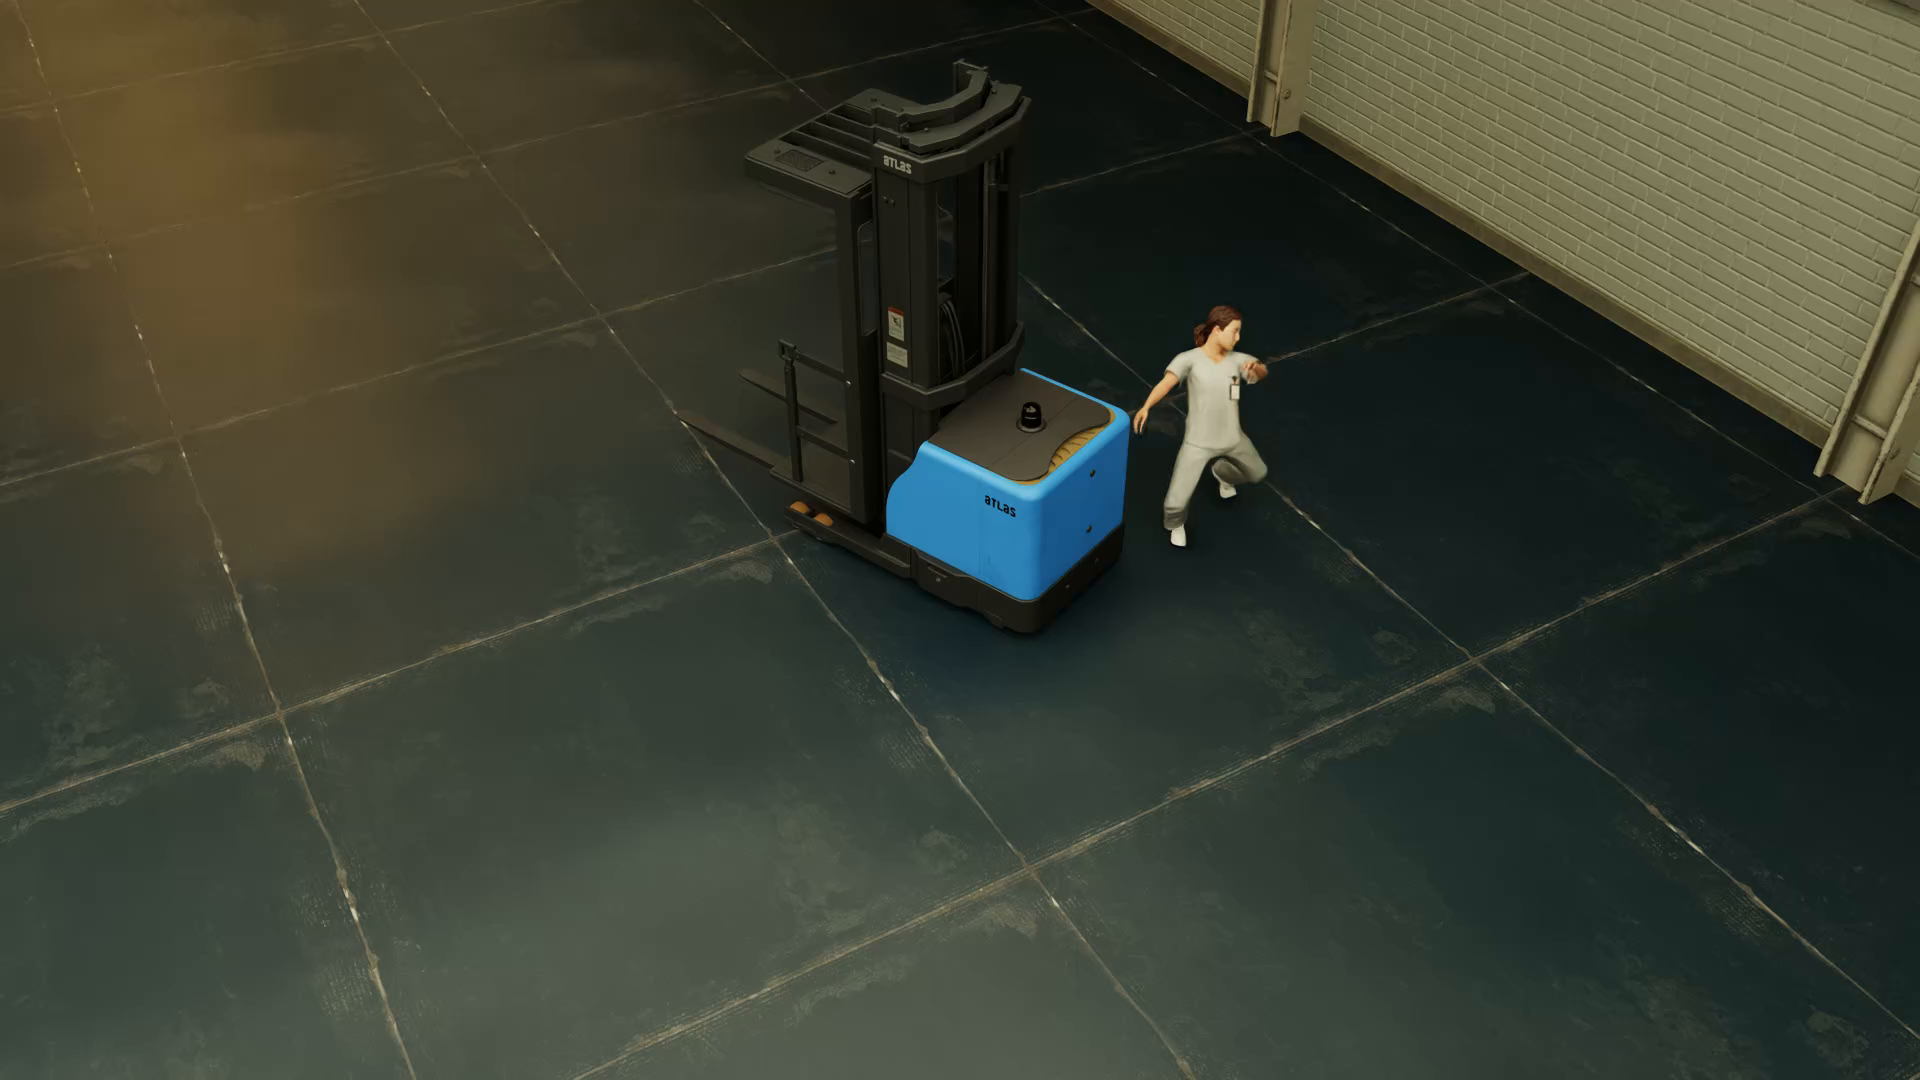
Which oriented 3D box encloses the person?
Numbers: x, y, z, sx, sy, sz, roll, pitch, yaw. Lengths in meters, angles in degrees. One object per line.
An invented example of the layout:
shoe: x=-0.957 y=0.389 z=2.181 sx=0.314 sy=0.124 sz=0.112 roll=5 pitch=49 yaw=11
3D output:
person: x=1.399 y=-0.604 z=9.910 sx=0.987 sy=1.430 sz=0.719 roll=-15 pitch=42 yaw=-17

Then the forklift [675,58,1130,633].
forklift: x=-0.481 y=-1.366 z=9.683 sx=3.031 sy=2.935 sz=1.130 roll=26 pitch=46 yaw=28
